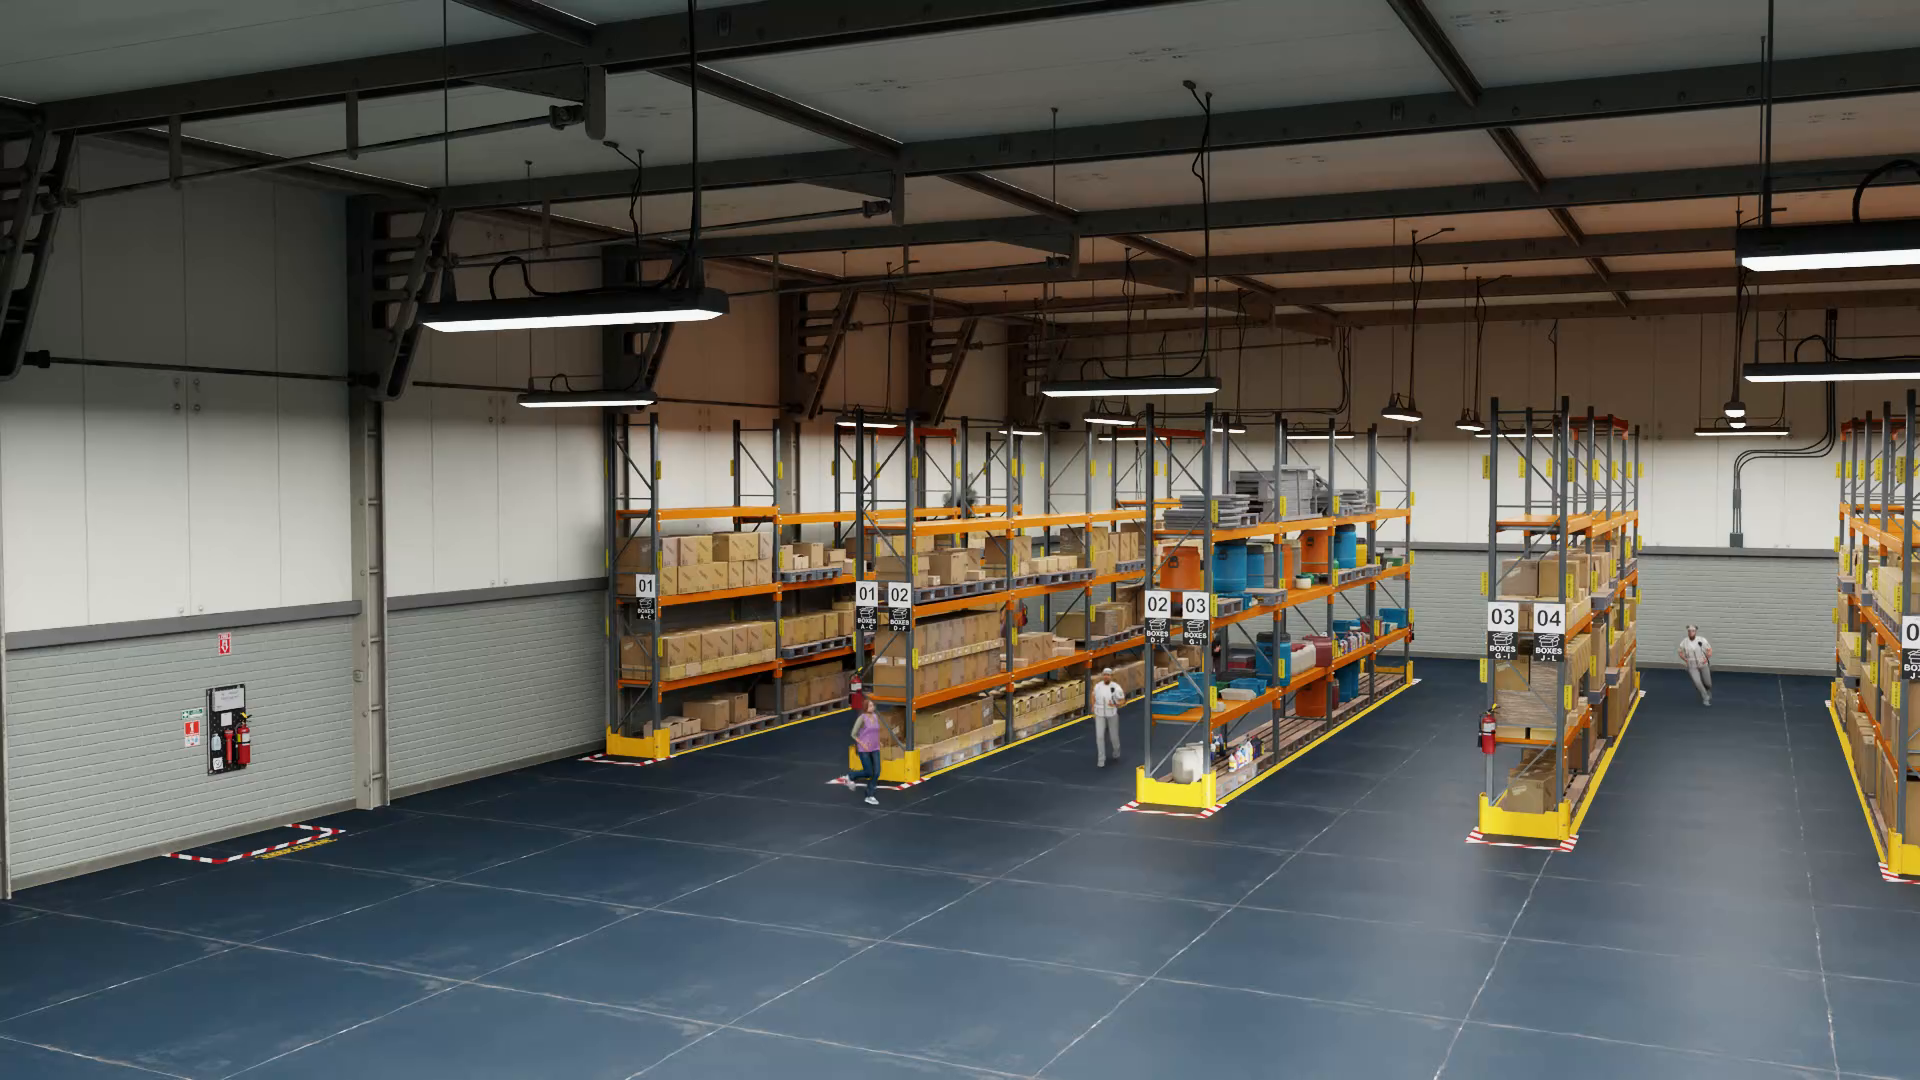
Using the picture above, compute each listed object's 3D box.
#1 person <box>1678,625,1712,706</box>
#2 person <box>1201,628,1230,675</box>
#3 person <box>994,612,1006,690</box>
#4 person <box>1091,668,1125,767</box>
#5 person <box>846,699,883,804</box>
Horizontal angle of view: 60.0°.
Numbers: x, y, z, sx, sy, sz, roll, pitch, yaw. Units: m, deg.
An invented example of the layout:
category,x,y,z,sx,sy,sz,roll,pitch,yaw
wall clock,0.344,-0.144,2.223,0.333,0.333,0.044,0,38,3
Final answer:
category,x,y,z,sx,sy,sz,roll,pitch,yaw
person,15.737,2.656,35.599,0.689,1.709,0.745,1,3,23
person,5.602,2.601,36.543,0.674,1.737,0.860,1,3,21
person,0.905,2.487,37.380,0.720,1.753,0.878,1,2,13
person,2.499,2.990,28.254,0.620,1.637,0.854,1,2,15
person,-1.416,3.178,25.089,0.538,1.564,0.657,-2,3,-45
